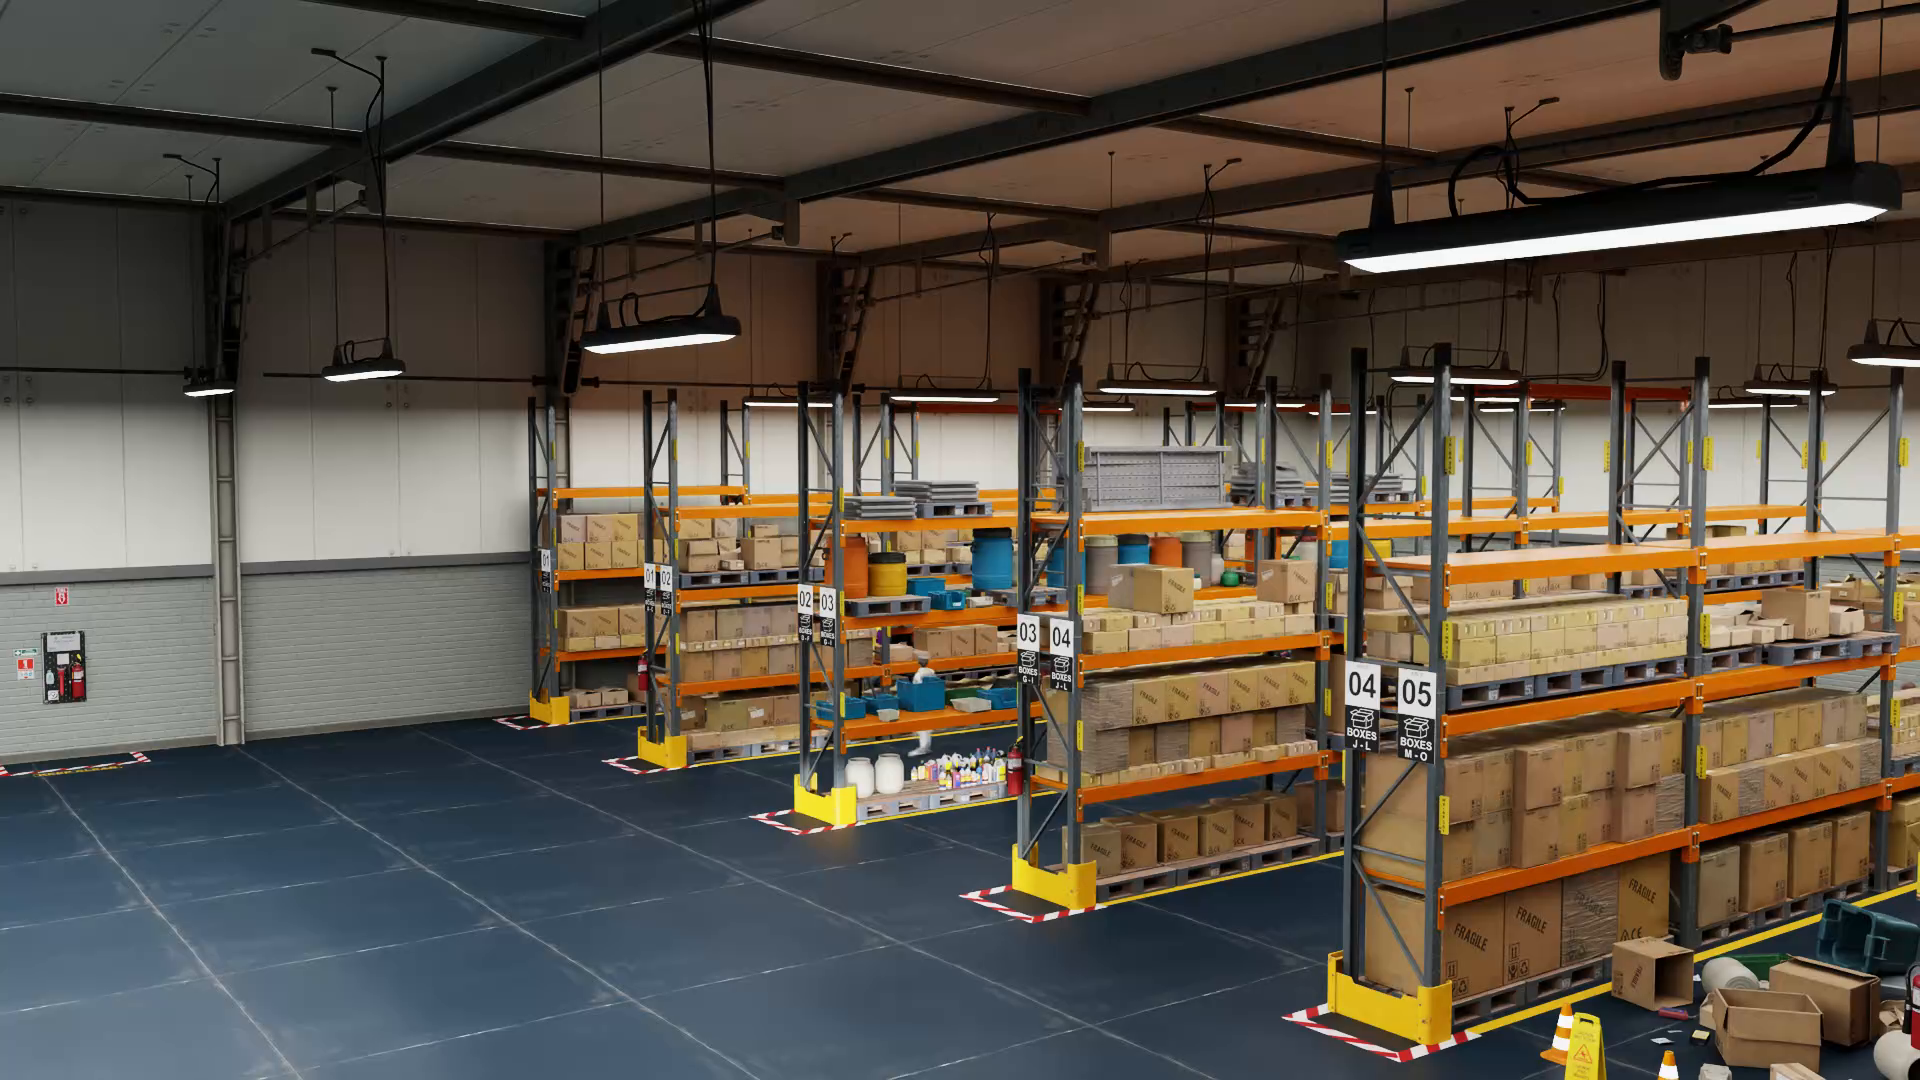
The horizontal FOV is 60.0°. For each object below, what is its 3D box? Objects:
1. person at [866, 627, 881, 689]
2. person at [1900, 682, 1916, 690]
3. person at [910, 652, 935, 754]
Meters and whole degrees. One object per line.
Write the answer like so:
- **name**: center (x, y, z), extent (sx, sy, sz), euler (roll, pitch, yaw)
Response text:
- **person**: center (-1.627, 2.303, 33.160), extent (0.542, 1.736, 0.572), euler (0, 3, 3)
- **person**: center (14.229, 2.899, 24.985), extent (0.559, 1.544, 0.962), euler (0, 3, -6)
- **person**: center (-0.629, 2.686, 27.483), extent (0.397, 1.687, 0.533), euler (2, 4, 29)
